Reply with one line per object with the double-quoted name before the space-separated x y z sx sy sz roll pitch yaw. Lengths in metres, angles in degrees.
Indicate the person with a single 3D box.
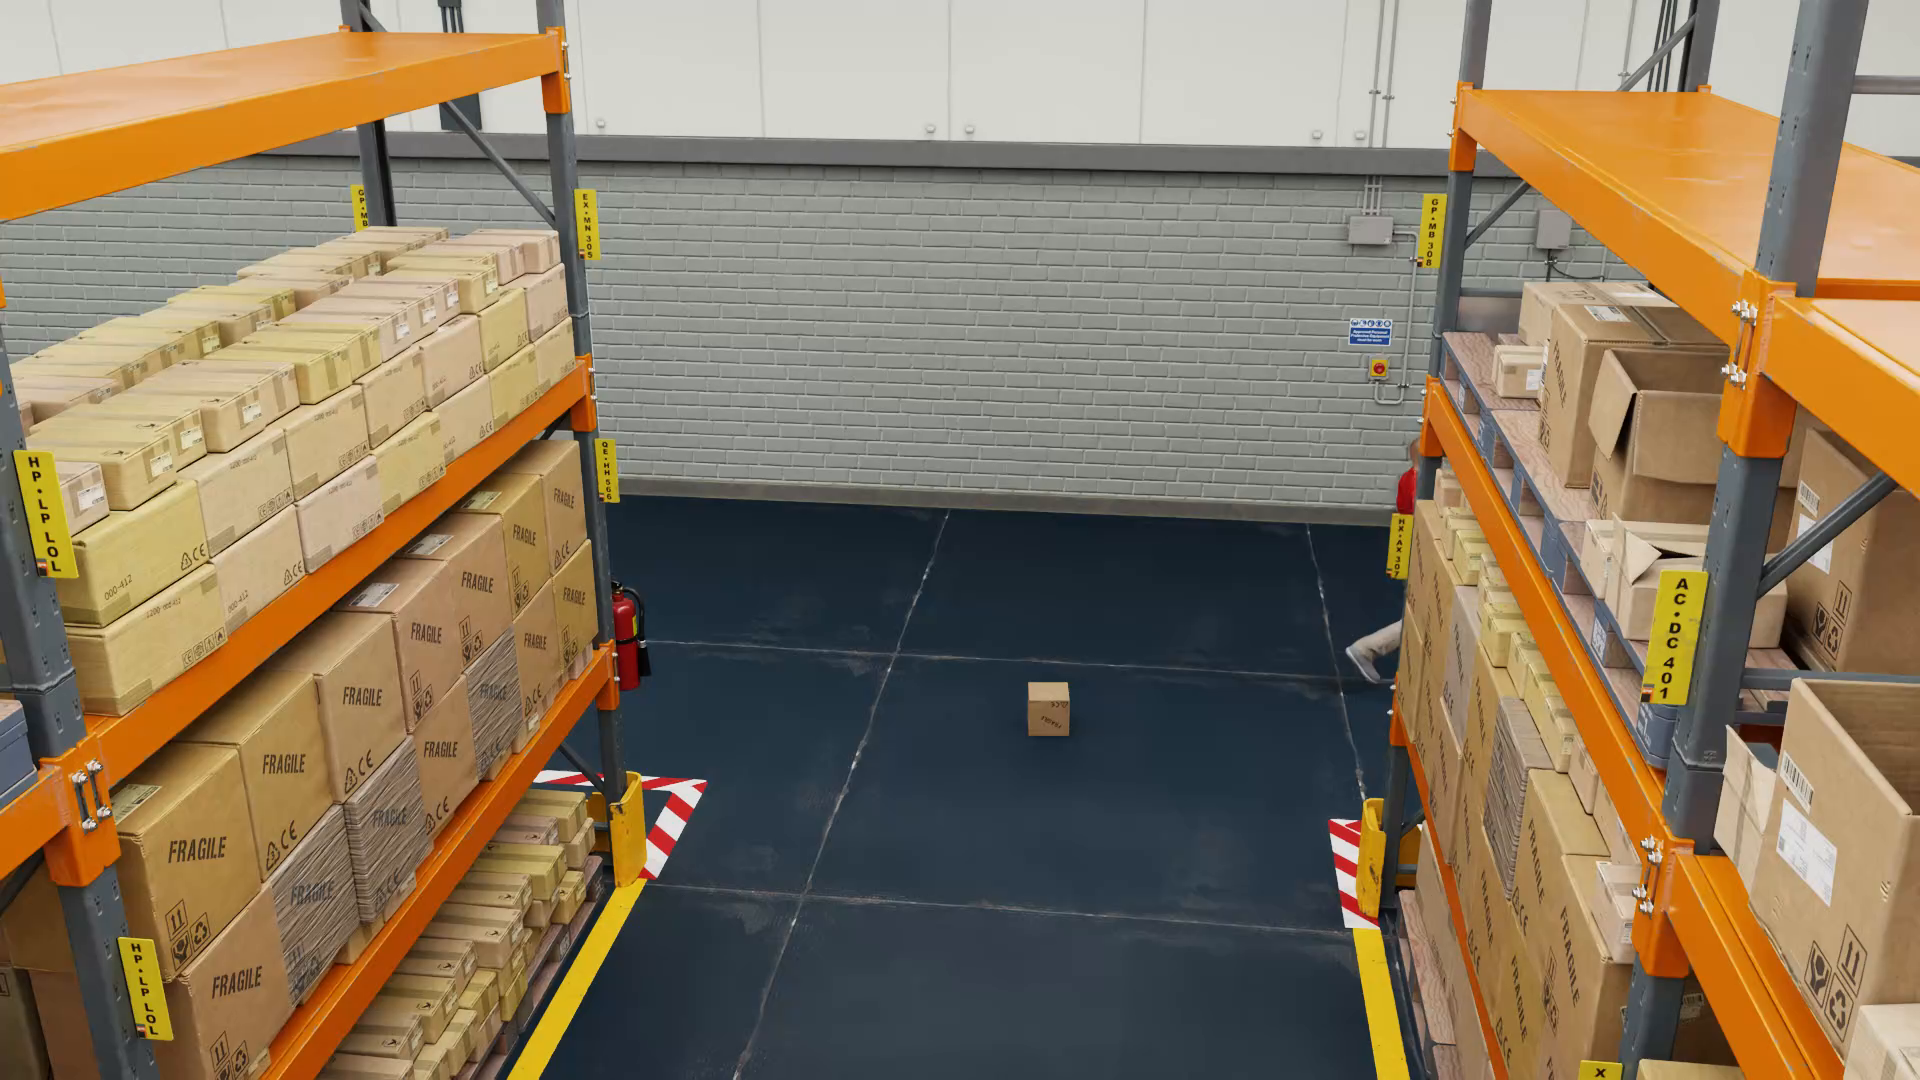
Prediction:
"person" 2.952 0.152 10.692 0.874 1.684 0.549 1 21 4
